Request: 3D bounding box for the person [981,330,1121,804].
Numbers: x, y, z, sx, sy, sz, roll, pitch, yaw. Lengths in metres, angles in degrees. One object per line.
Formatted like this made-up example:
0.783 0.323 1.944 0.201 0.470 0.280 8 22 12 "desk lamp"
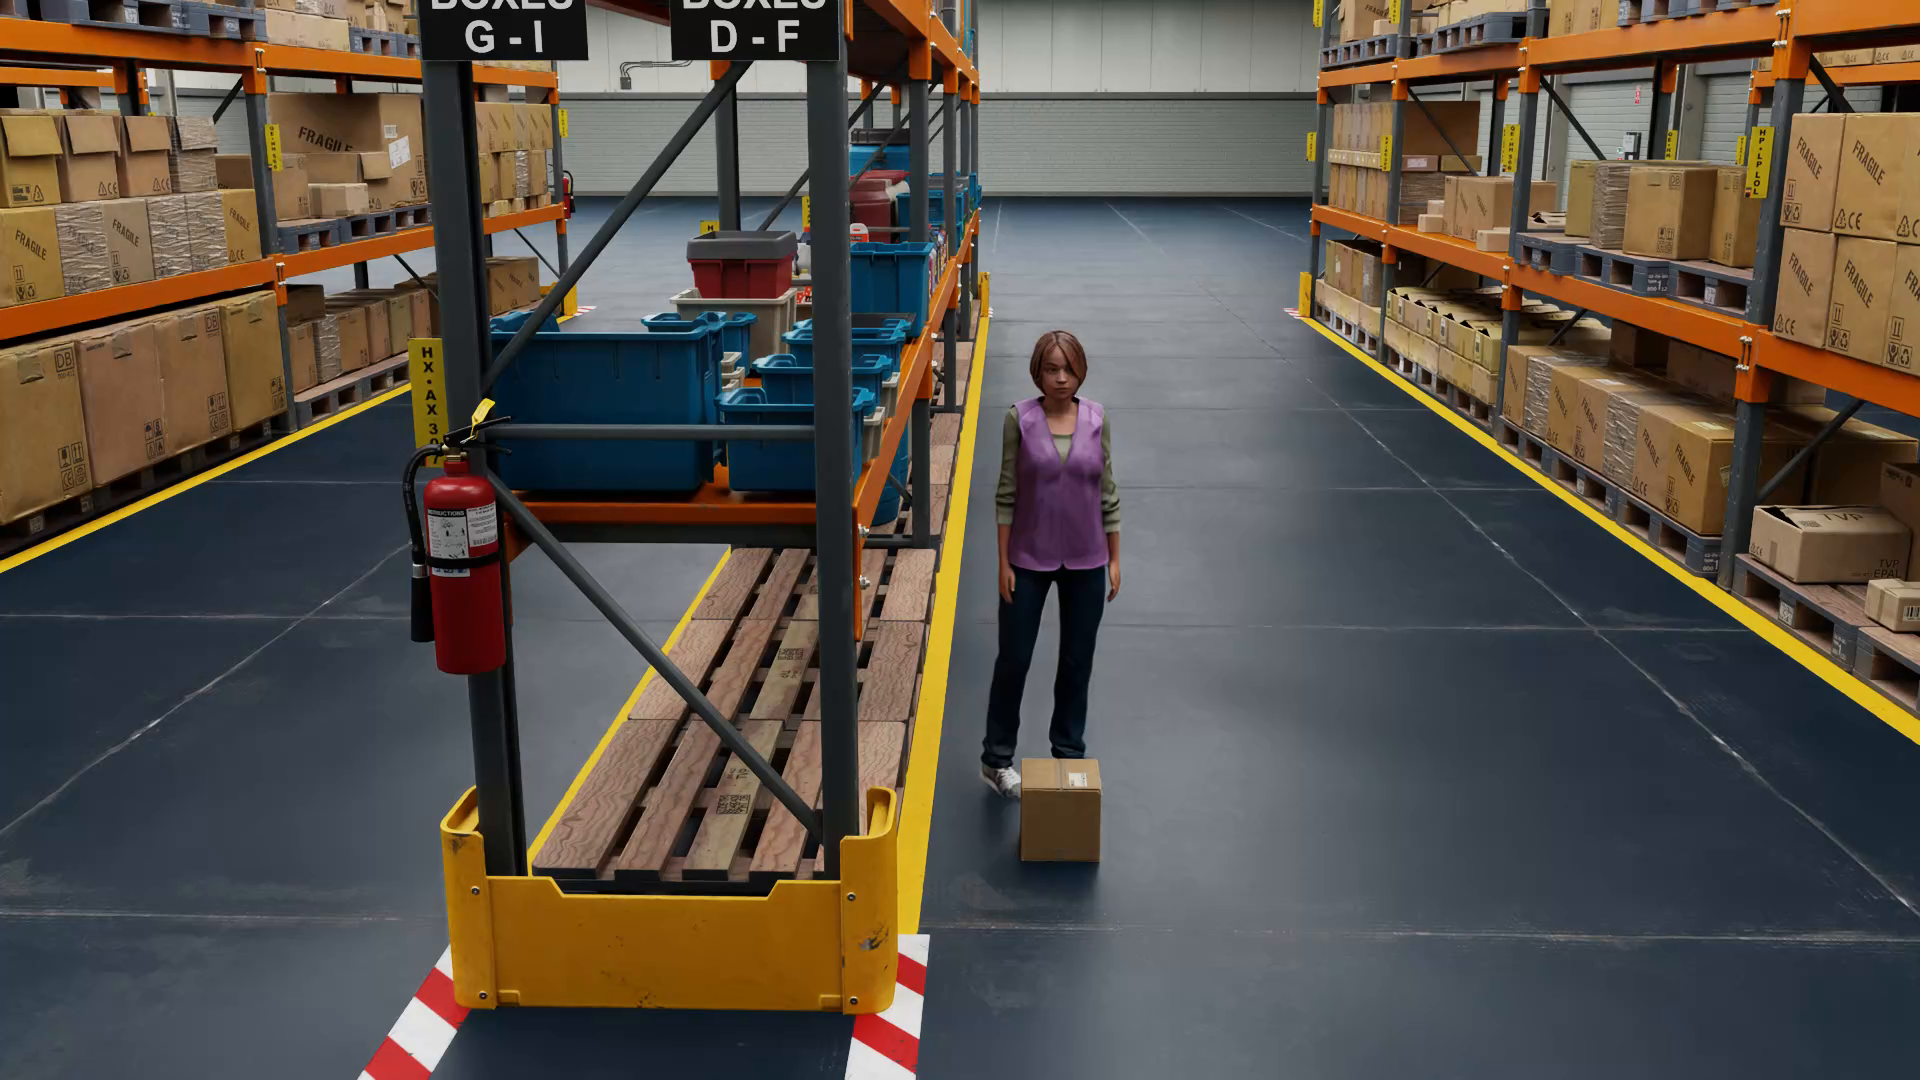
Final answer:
0.315 0.103 5.629 0.474 1.625 0.336 -1 14 -6 "person"
